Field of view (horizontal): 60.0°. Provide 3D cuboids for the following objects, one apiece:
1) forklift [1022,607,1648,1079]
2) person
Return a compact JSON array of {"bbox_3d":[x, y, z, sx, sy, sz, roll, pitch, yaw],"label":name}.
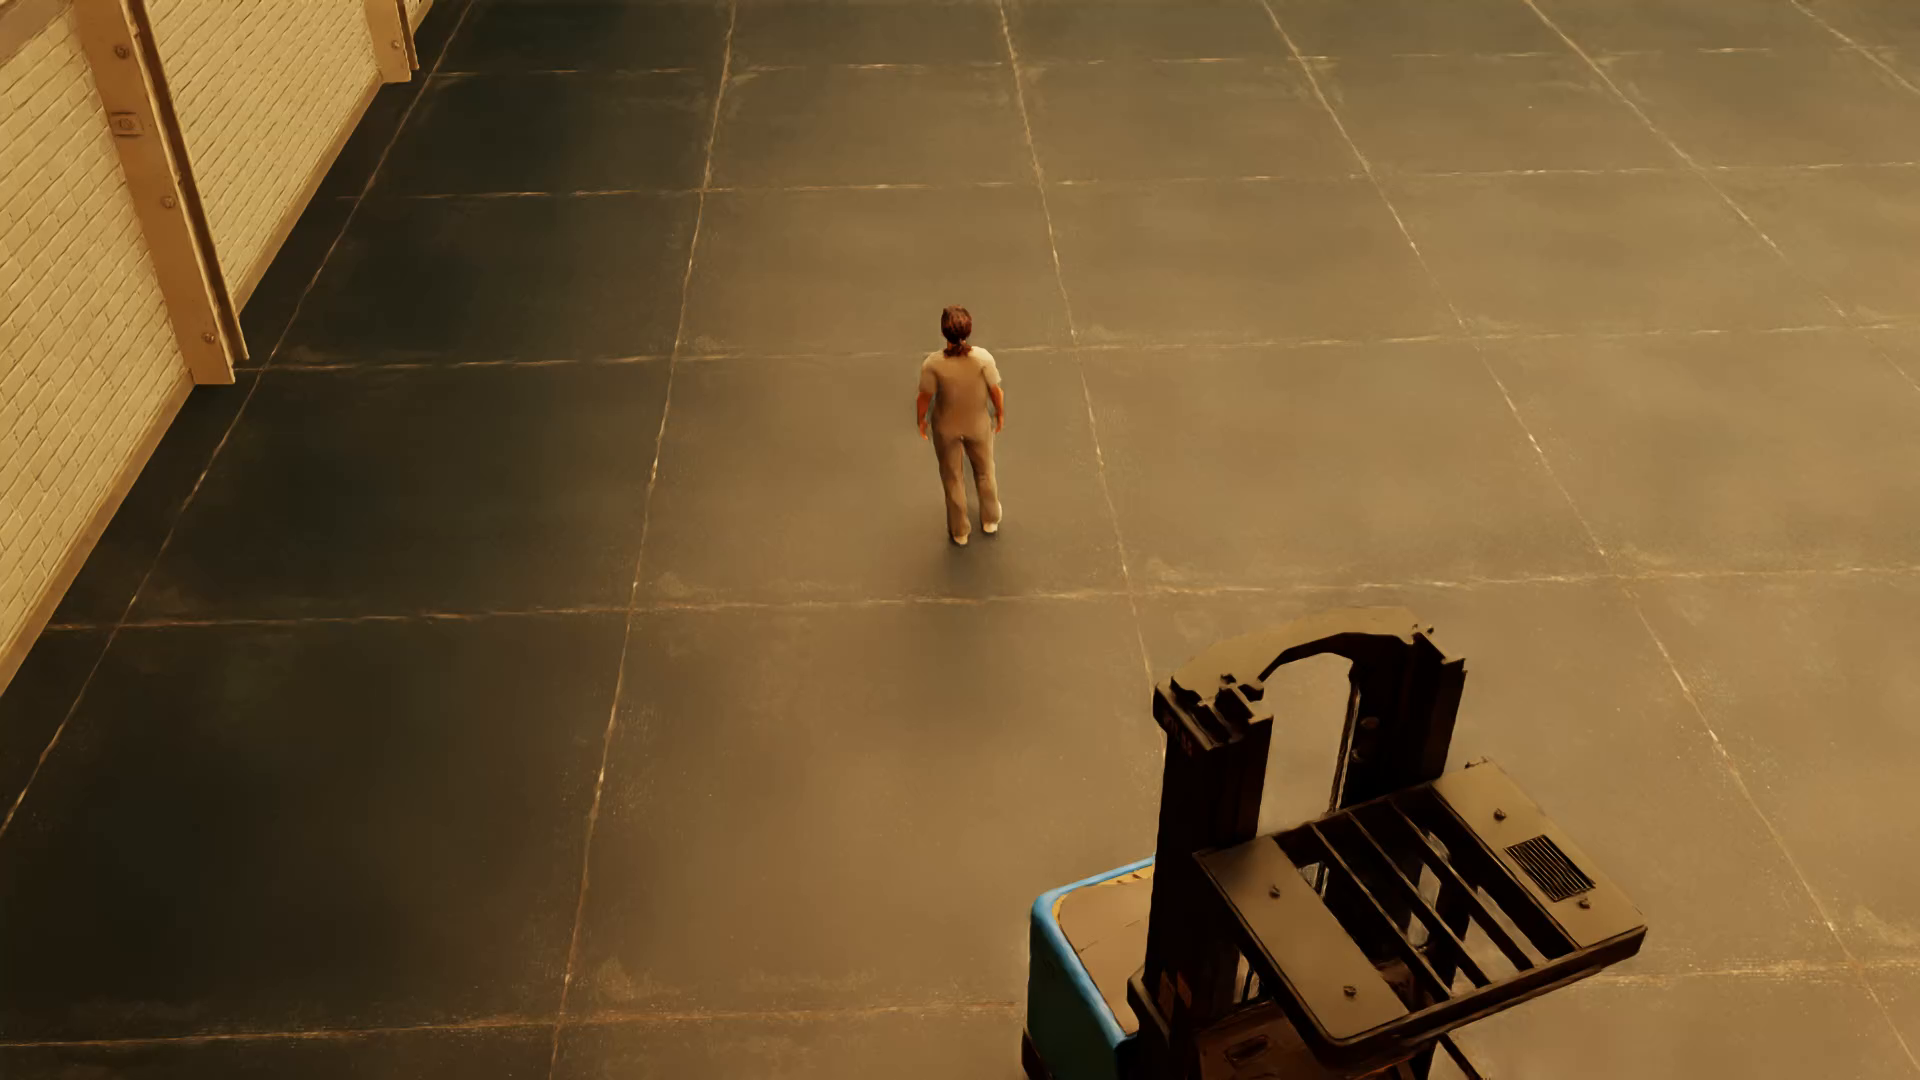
[{"bbox_3d":[1.311,1.808,5.528,1.130,2.935,3.031,-14,38,-18],"label":"forklift"},{"bbox_3d":[0.010,-0.727,10.063,0.550,1.674,0.548,-2,36,-2],"label":"person"}]
